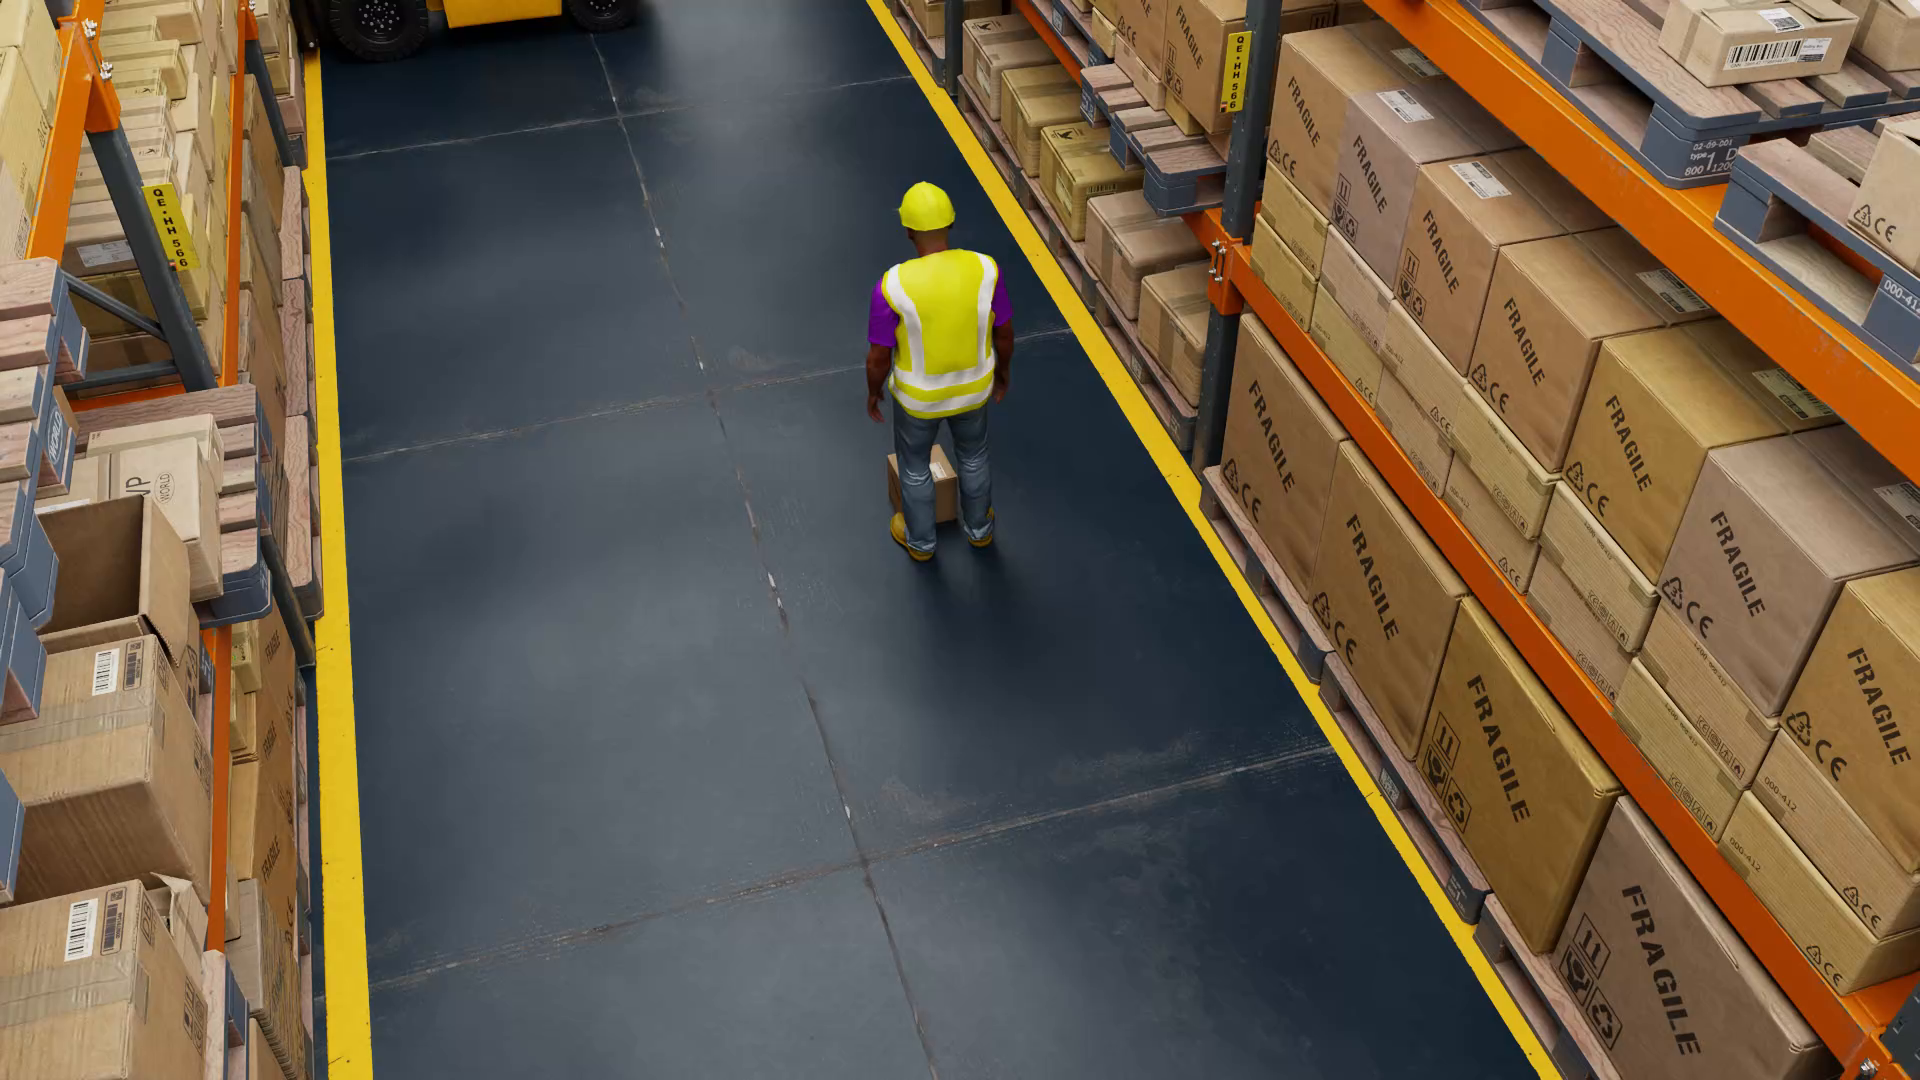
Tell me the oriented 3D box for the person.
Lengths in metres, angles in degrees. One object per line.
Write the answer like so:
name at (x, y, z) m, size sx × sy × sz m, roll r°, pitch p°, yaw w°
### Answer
person at (-0.086, -0.658, 6.877) m, size 0.628 × 1.760 × 0.459 m, roll -12°, pitch 43°, yaw -13°
